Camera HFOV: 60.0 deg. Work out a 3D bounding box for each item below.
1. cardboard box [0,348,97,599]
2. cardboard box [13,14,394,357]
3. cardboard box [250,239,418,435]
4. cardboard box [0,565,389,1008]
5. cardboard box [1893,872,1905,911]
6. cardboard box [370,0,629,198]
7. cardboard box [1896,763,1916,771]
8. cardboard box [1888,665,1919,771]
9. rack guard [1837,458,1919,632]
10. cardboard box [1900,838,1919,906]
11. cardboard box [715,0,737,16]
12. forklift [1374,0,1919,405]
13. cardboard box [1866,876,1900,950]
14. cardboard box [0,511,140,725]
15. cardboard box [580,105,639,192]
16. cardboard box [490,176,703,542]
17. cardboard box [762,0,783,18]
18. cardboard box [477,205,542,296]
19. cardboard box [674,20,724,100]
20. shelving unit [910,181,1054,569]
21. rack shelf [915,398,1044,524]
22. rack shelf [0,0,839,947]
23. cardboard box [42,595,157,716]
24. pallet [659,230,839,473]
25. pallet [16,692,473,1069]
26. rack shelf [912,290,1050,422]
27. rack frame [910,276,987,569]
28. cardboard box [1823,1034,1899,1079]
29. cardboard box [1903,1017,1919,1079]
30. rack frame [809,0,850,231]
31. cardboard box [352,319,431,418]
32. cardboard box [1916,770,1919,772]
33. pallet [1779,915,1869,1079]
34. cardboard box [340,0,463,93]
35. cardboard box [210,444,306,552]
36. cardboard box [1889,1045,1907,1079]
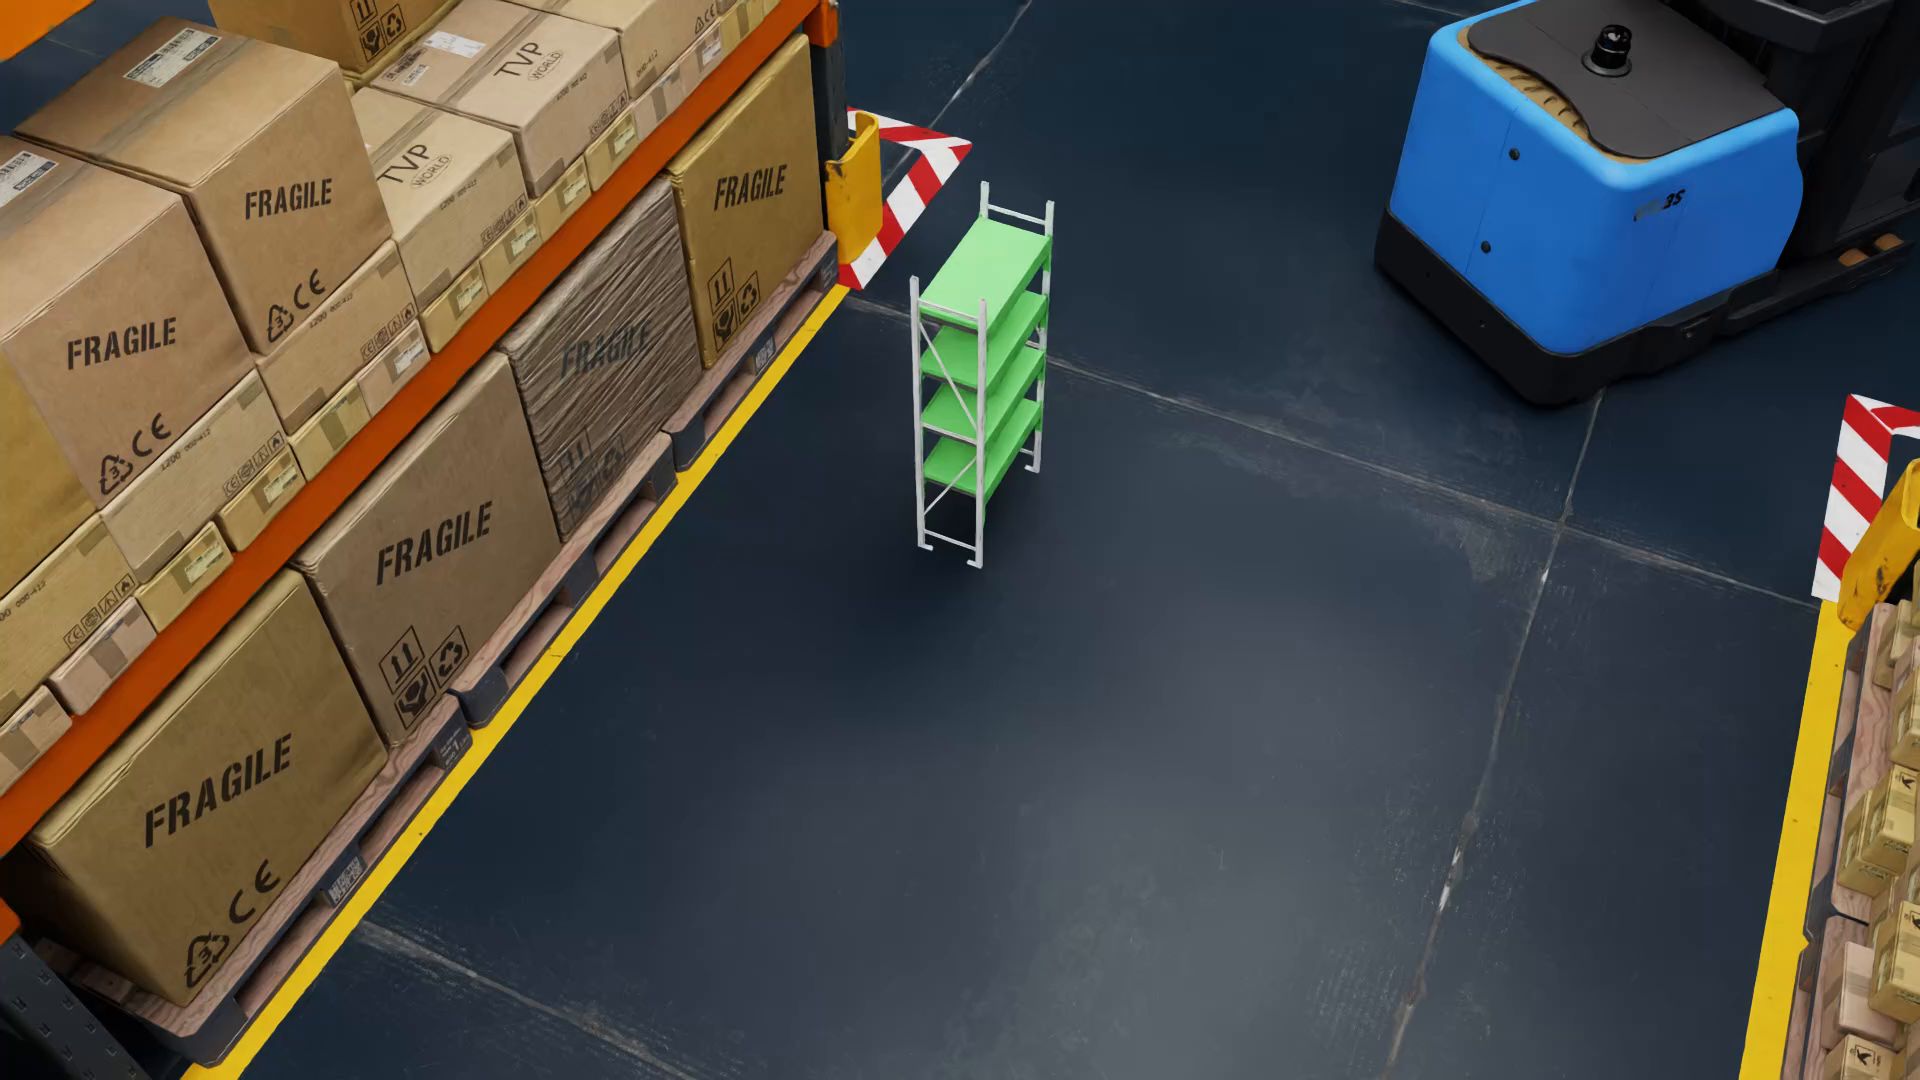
[{"bbox_3d":[-2.180,-0.138,3.308,0.500,0.500,0.500,20,52,16],"label":"cardboard box"},{"bbox_3d":[-1.745,-0.834,3.901,0.500,0.500,0.500,18,52,15],"label":"cardboard box"},{"bbox_3d":[-1.746,-0.586,4.182,0.500,0.250,0.500,21,53,17],"label":"cardboard box"},{"bbox_3d":[-2.262,0.524,4.454,0.875,0.875,0.875,20,52,16],"label":"cardboard box"},{"bbox_3d":[2.650,1.020,4.313,0.380,0.149,0.250,18,52,14],"label":"cardboard box"},{"bbox_3d":[-1.309,-1.283,4.775,0.500,0.250,0.500,18,52,15],"label":"cardboard box"},{"bbox_3d":[2.883,0.753,4.736,0.380,0.149,0.250,20,53,16],"label":"cardboard box"},{"bbox_3d":[2.770,0.535,4.531,0.380,0.149,0.250,20,52,16],"label":"cardboard box"},{"bbox_3d":[3.502,0.191,5.259,1.175,0.500,0.348,20,52,16],"label":"rack guard"},{"bbox_3d":[2.612,0.920,4.203,0.380,0.149,0.250,22,53,17],"label":"cardboard box"},{"bbox_3d":[-0.874,-1.982,5.370,0.500,0.250,0.500,19,52,16],"label":"cardboard box"},{"bbox_3d":[3.192,-2.267,5.755,3.031,2.935,1.130,-22,53,-18],"label":"forklift"},{"bbox_3d":[2.652,1.100,4.440,0.380,0.149,0.250,20,52,16],"label":"cardboard box"},{"bbox_3d":[-2.179,0.114,3.587,0.500,0.250,0.500,19,52,15],"label":"cardboard box"},{"bbox_3d":[-1.197,-1.217,4.981,0.380,0.149,0.250,19,52,15],"label":"cardboard box"},{"bbox_3d":[-1.497,-0.709,5.503,0.875,0.875,0.875,20,52,16],"label":"cardboard box"},{"bbox_3d":[-0.762,-1.921,5.580,0.380,0.149,0.250,21,53,17],"label":"cardboard box"},{"bbox_3d":[-1.415,-0.868,4.684,0.380,0.149,0.250,21,53,17],"label":"cardboard box"},{"bbox_3d":[-0.980,-1.568,5.280,0.380,0.149,0.250,20,52,16],"label":"cardboard box"},{"bbox_3d":[0.071,-0.503,5.390,0.258,1.200,0.503,20,52,16],"label":"shelving unit"},{"bbox_3d":[0.071,-0.306,5.621,0.258,0.148,0.480,20,52,16],"label":"rack shelf"},{"bbox_3d":[-1.762,-0.744,4.886,1.077,0.370,4.000,20,52,16],"label":"rack shelf"},{"bbox_3d":[-2.077,0.205,3.771,0.380,0.149,0.250,18,52,15],"label":"cardboard box"},{"bbox_3d":[-1.178,-0.875,6.356,1.003,0.211,1.213,20,52,16],"label":"pallet"},{"bbox_3d":[-2.221,0.805,4.926,1.003,0.211,1.213,20,52,16],"label":"pallet"},{"bbox_3d":[0.071,-0.617,5.256,0.258,0.148,0.480,20,52,16],"label":"rack shelf"},{"bbox_3d":[-0.034,-0.335,5.247,0.240,1.200,0.015,20,52,16],"label":"rack frame"},{"bbox_3d":[2.372,1.443,4.149,0.380,0.149,0.250,20,52,16],"label":"cardboard box"},{"bbox_3d":[2.438,1.291,3.887,0.380,0.149,0.250,20,52,16],"label":"cardboard box"},{"bbox_3d":[-0.907,-2.355,5.784,1.000,3.000,0.127,20,52,16],"label":"rack frame"},{"bbox_3d":[-1.636,-0.507,4.377,0.380,0.149,0.250,20,53,16],"label":"cardboard box"},{"bbox_3d":[2.885,0.665,4.615,0.380,0.149,0.250,20,53,17],"label":"cardboard box"},{"bbox_3d":[2.600,1.670,4.191,1.003,0.211,1.213,20,52,16],"label":"pallet"},{"bbox_3d":[-1.791,-1.455,4.921,0.500,0.250,0.500,18,52,15],"label":"cardboard box"},{"bbox_3d":[-1.854,-0.158,4.080,0.380,0.149,0.250,18,52,15],"label":"cardboard box"},{"bbox_3d":[2.447,1.403,3.987,0.380,0.149,0.250,22,53,18],"label":"cardboard box"}]
